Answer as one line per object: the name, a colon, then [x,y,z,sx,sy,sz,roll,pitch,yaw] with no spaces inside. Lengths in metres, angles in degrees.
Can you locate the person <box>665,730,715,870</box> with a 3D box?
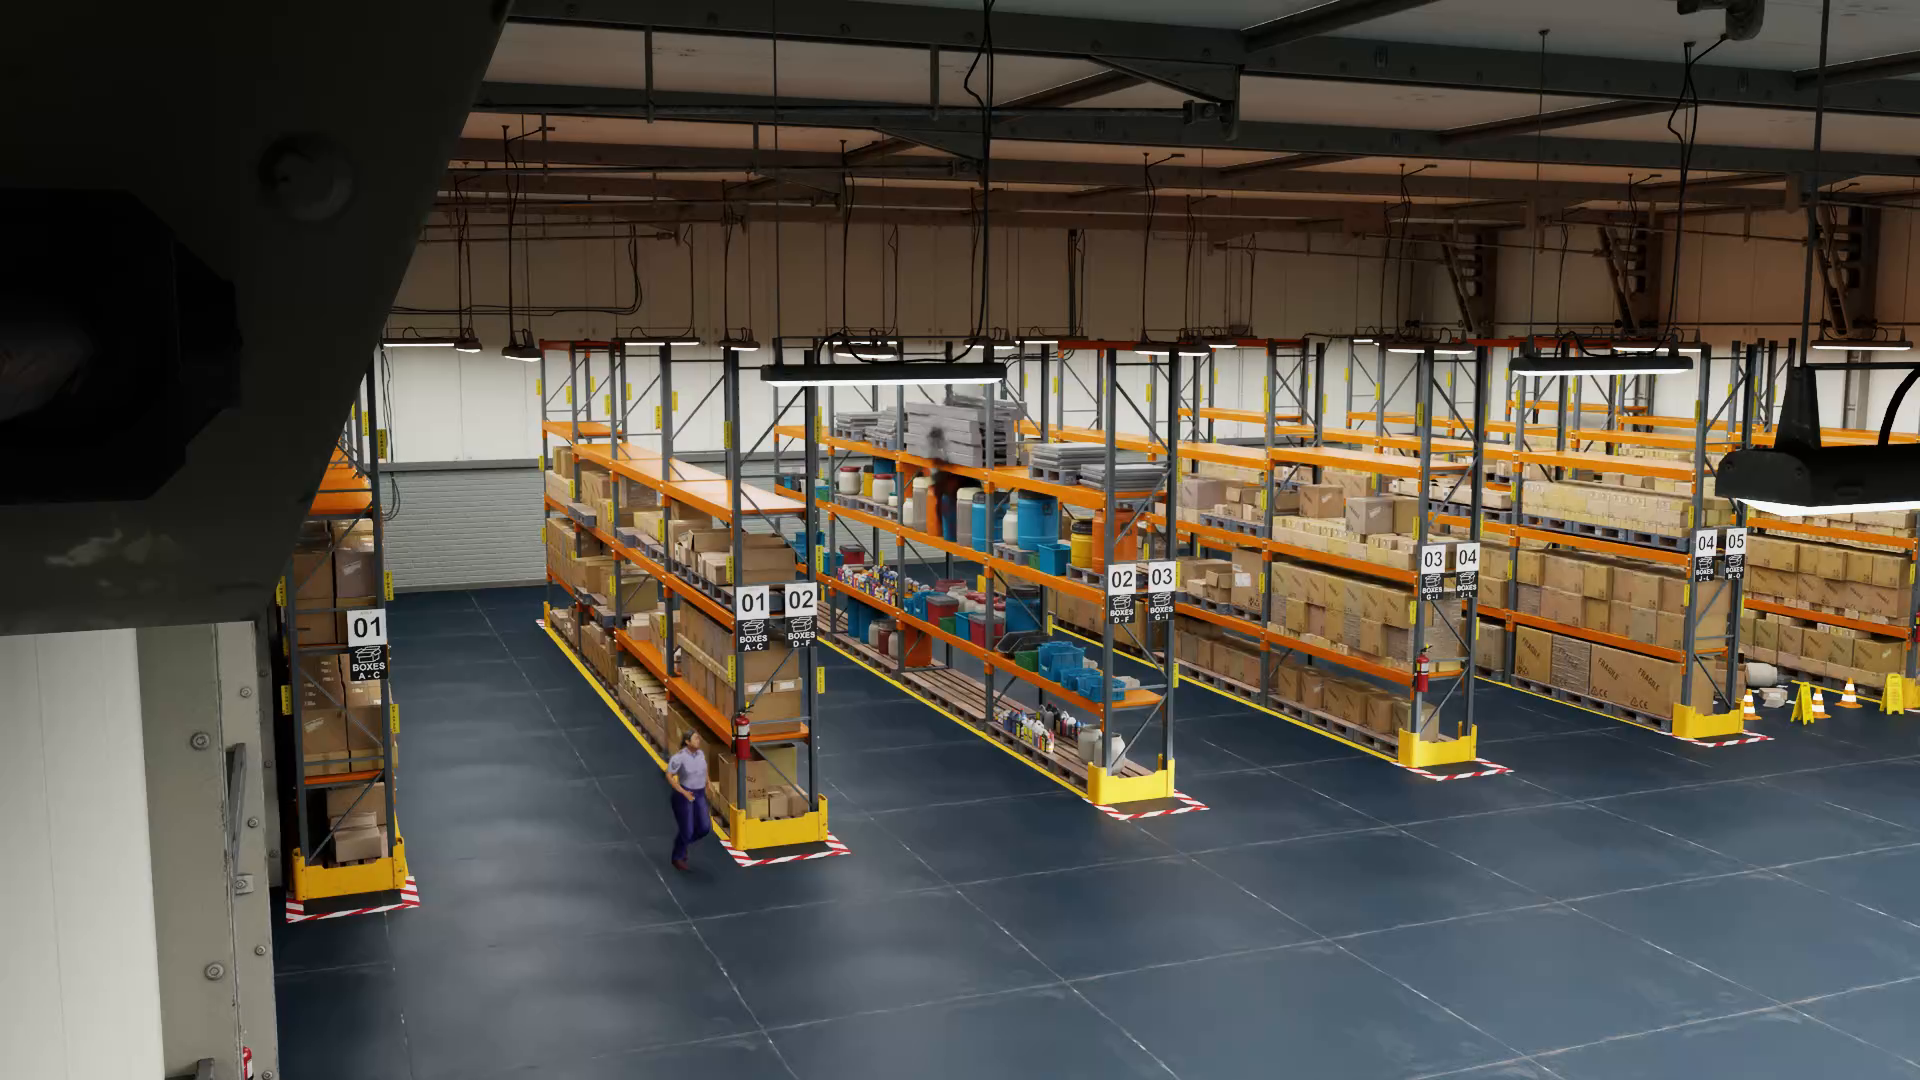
person: [-3.112,3.028,19.462,0.457,1.602,0.675,6,9,38]

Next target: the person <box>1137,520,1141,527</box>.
person: [4.090,0.225,40.080,0.694,1.773,0.907,4,8,25]

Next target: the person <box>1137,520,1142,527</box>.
person: [4.190,0.146,41.112,0.650,1.689,0.719,-4,8,-28]
